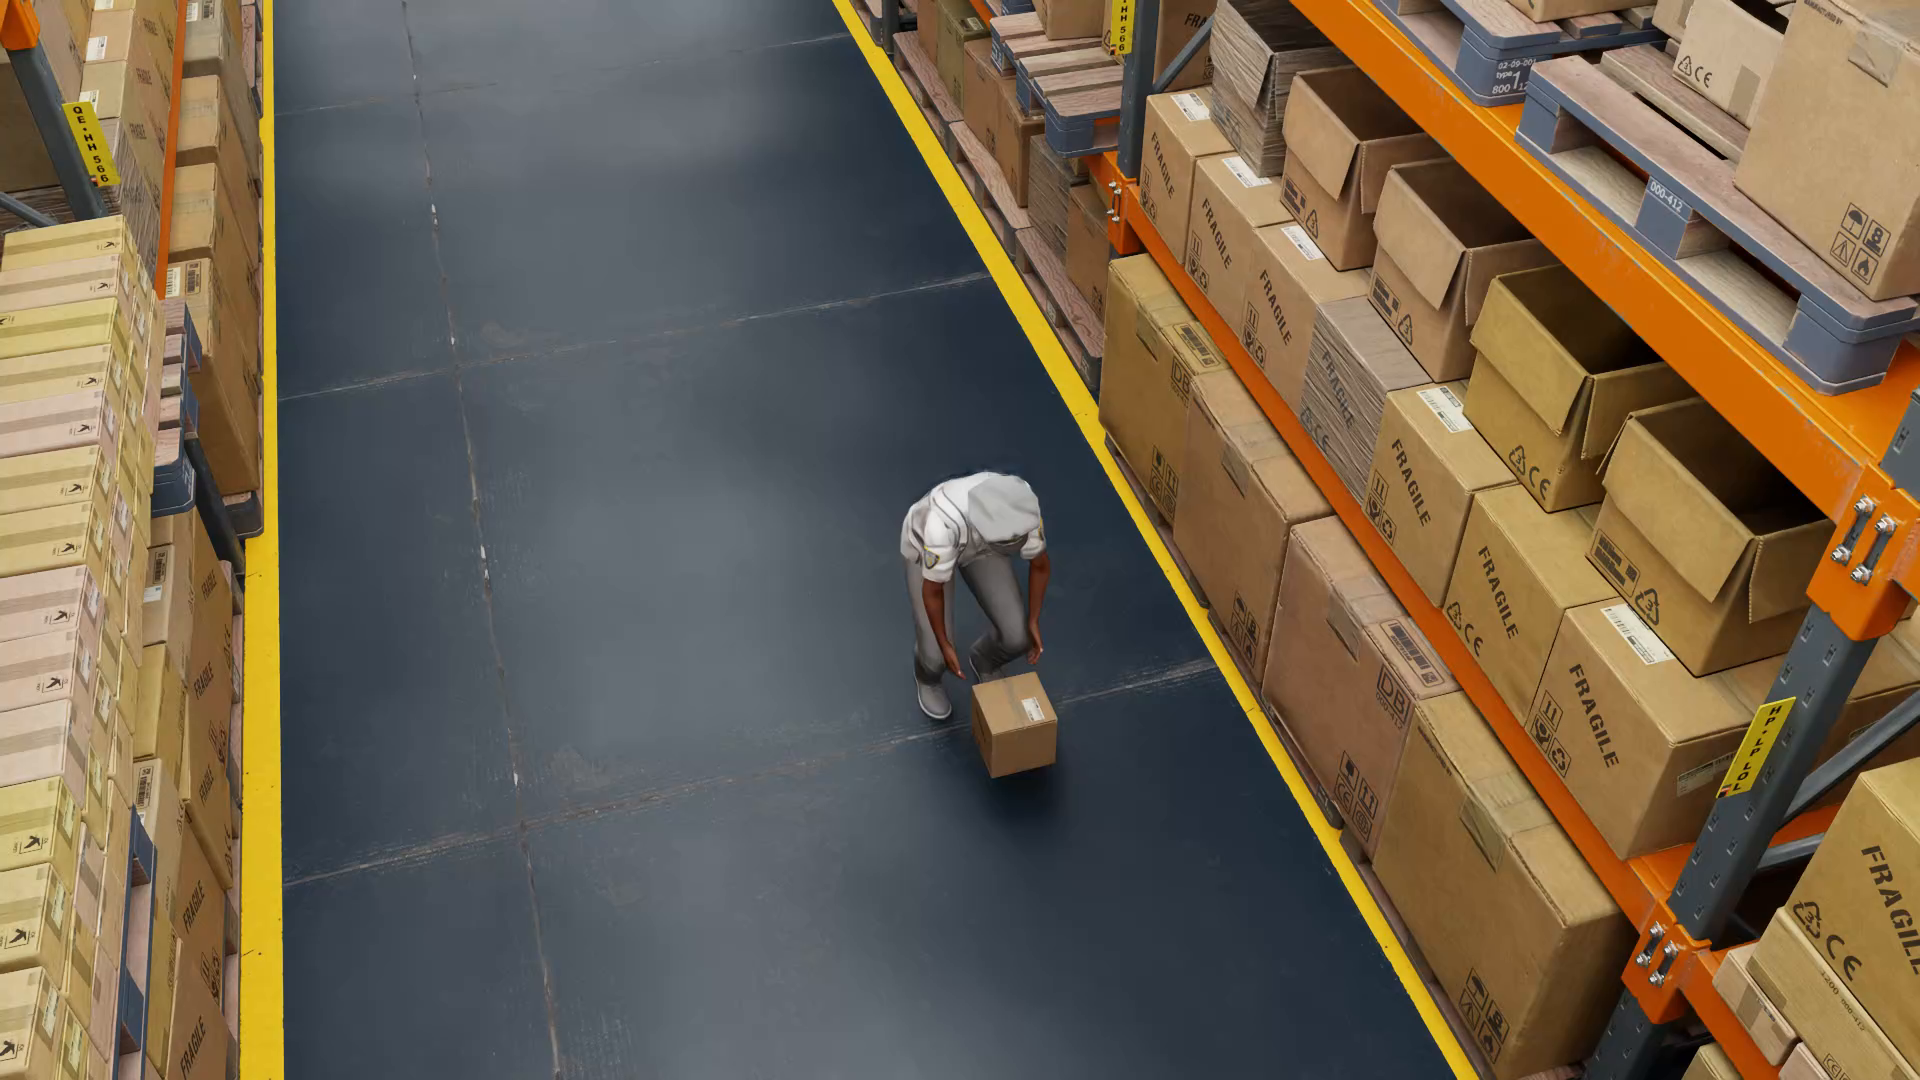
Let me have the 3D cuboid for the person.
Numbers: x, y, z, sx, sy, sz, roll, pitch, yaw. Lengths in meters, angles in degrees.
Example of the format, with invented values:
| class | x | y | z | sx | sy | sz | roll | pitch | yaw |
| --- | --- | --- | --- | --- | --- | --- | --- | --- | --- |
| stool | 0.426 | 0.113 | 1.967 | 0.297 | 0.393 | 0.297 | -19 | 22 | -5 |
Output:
| class | x | y | z | sx | sy | sz | roll | pitch | yaw |
| --- | --- | --- | --- | --- | --- | --- | --- | --- | --- |
| person | 0.067 | 0.166 | 6.250 | 0.499 | 1.305 | 0.753 | -12 | 44 | -13 |
